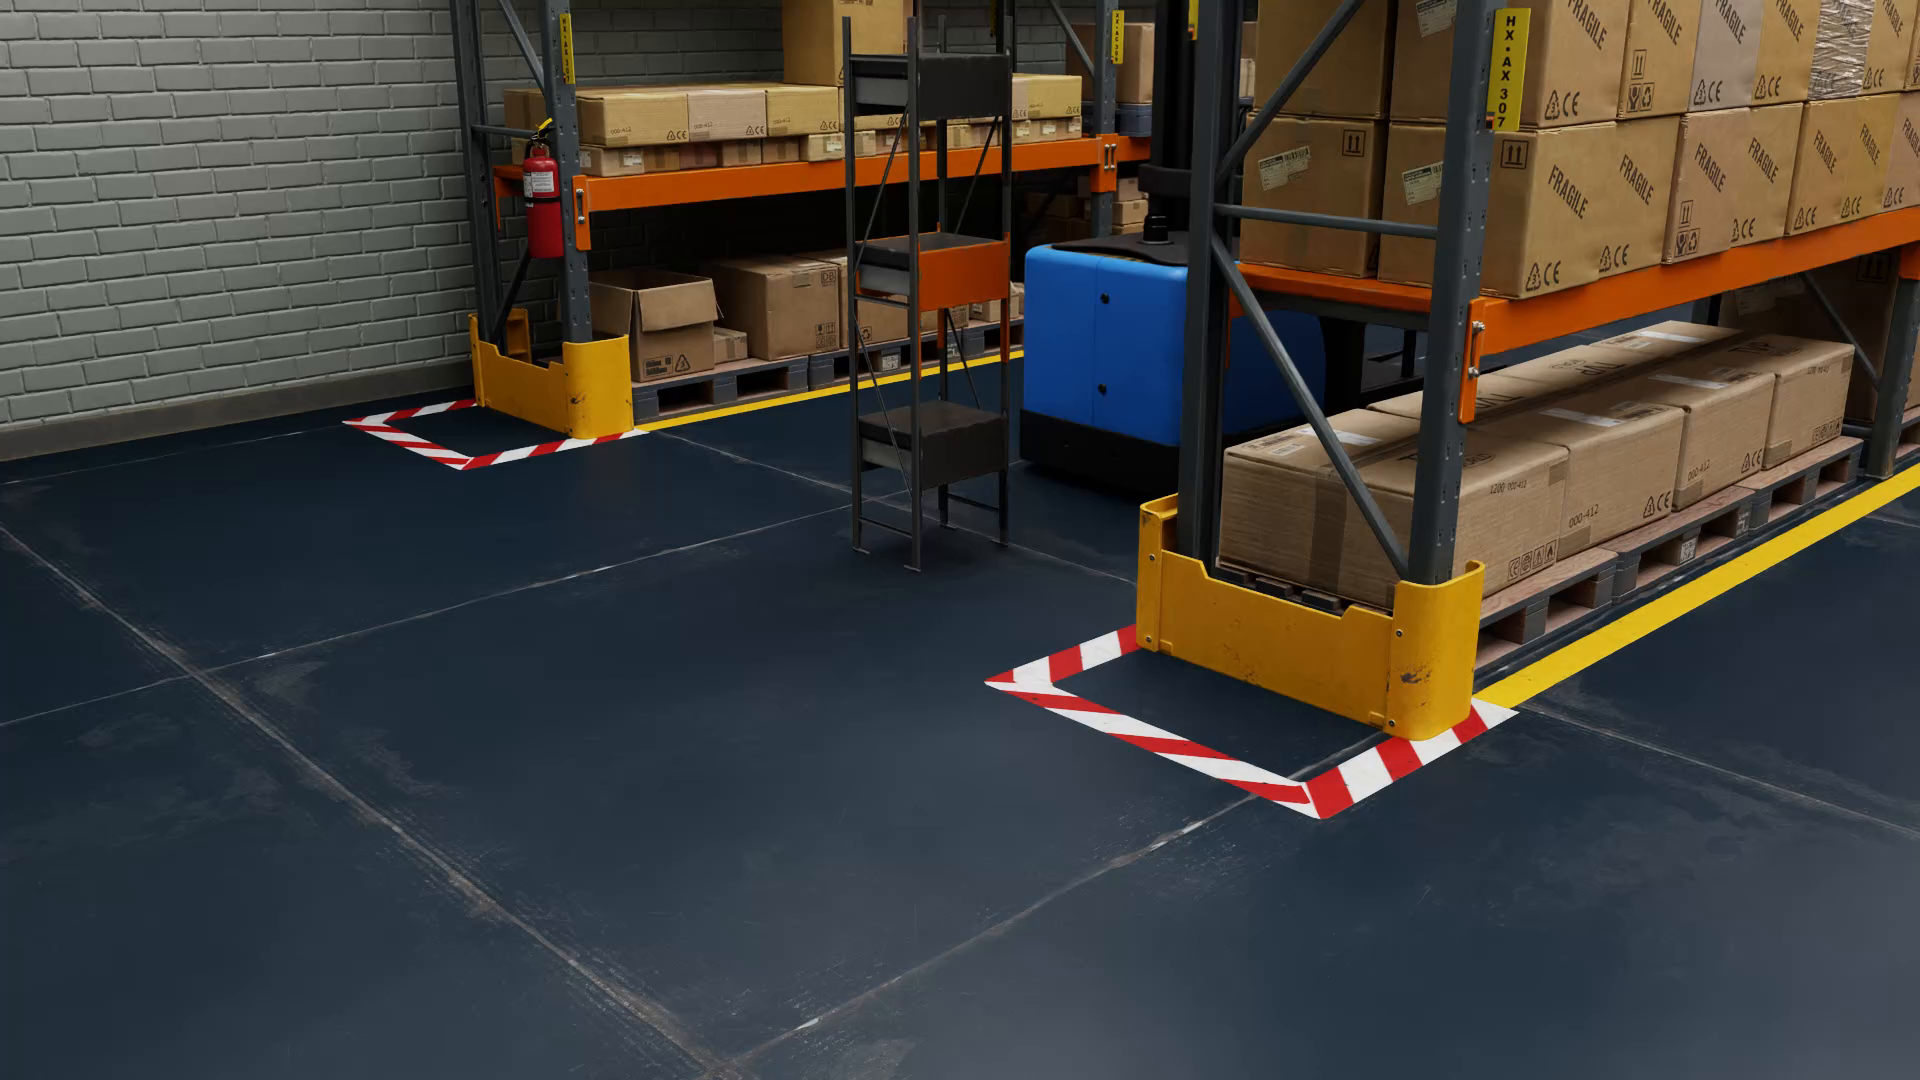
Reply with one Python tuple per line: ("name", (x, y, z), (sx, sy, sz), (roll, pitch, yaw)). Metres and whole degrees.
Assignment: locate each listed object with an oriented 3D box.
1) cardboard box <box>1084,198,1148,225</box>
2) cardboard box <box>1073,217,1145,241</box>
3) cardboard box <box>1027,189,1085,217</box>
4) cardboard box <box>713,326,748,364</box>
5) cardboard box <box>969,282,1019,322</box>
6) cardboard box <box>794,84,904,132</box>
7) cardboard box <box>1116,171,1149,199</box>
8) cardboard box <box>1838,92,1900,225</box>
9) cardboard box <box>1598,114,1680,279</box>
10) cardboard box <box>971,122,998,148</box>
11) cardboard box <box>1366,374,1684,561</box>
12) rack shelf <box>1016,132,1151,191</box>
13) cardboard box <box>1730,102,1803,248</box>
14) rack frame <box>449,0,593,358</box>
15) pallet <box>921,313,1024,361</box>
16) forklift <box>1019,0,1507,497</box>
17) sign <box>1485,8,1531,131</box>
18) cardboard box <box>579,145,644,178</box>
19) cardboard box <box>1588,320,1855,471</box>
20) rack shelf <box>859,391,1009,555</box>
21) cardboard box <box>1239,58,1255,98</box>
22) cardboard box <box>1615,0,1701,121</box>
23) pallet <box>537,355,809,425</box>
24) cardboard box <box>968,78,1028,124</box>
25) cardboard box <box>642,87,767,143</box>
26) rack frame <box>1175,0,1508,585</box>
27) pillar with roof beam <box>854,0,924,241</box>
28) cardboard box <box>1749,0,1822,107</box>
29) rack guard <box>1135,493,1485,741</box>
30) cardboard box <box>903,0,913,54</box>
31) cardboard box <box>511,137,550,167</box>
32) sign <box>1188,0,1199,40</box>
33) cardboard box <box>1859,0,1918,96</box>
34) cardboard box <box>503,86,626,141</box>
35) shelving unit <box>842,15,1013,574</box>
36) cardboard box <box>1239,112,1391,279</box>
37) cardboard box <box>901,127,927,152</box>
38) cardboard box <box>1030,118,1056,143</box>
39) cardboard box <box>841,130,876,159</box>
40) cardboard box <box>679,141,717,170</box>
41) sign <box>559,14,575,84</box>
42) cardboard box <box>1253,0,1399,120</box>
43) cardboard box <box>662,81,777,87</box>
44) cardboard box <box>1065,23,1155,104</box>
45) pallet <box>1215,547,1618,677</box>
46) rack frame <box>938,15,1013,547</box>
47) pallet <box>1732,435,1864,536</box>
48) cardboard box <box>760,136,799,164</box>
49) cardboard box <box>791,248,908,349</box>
("cardboard box", (1.073, -2.270, 11.444), (0.250, 0.149, 0.380), (-15, 23, -38))
("cardboard box", (1.136, -1.997, 11.654), (0.500, 0.500, 0.500), (-15, 23, -38))
("cardboard box", (0.699, -2.397, 11.833), (0.380, 0.149, 0.250), (17, 24, 42))
("cardboard box", (-1.432, -1.120, 9.518), (0.380, 0.149, 0.250), (17, 24, 42))
("cardboard box", (0.167, -1.574, 10.729), (0.258, 0.266, 0.396), (-15, 23, -39))
("cardboard box", (-0.673, -2.521, 9.658), (0.500, 0.250, 0.500), (-17, 25, -42))
("cardboard box", (1.229, -2.478, 11.601), (0.380, 0.149, 0.250), (16, 24, 41))
("cardboard box", (3.511, -1.605, 6.909), (0.500, 0.500, 0.500), (-17, 25, -42))
("cardboard box", (2.031, -1.174, 5.580), (0.500, 0.500, 0.500), (-17, 24, -42))
("cardboard box", (0.016, -2.521, 10.304), (0.250, 0.149, 0.380), (-15, 24, -39))
("cardboard box", (2.206, -0.315, 6.565), (0.875, 0.438, 0.875), (-15, 24, -39))
("rack shelf", (2.083, -3.016, 12.591), (4.000, 0.370, 1.077), (-16, 24, -41))
("cardboard box", (2.765, -1.387, 6.238), (0.500, 0.500, 0.500), (-15, 23, -39))
("rack frame", (-2.277, -2.087, 8.558), (0.127, 3.000, 1.000), (-16, 24, -41))
("pallet", (0.130, -1.463, 11.154), (1.213, 0.211, 1.003), (-16, 24, -41))
("forklift", (1.713, -1.926, 8.174), (3.031, 2.935, 1.130), (-16, 24, -40))
("sign", (1.513, -1.299, 4.597), (0.005, 0.325, 0.100), (-16, 24, -41))
("cardboard box", (-1.849, -1.976, 8.622), (0.250, 0.149, 0.380), (-16, 24, -41))
("cardboard box", (3.513, -0.695, 7.738), (0.875, 0.438, 0.875), (-17, 24, -42))
("rack shelf", (-0.120, -0.285, 6.773), (0.480, 0.518, 0.431), (-16, 24, -41))
("cardboard box", (1.903, -3.279, 11.771), (0.258, 0.266, 0.396), (-15, 23, -38))
("cardboard box", (2.051, -1.648, 5.420), (0.500, 0.500, 0.500), (-17, 25, -42))
("pallet", (-1.643, -0.946, 9.560), (1.213, 0.211, 1.003), (-16, 24, -41))
("cardboard box", (0.073, -2.733, 10.311), (0.500, 0.250, 0.500), (-16, 24, -41))
("cardboard box", (-1.396, -2.300, 8.975), (0.500, 0.250, 0.500), (-16, 24, -40))
("rack frame", (1.136, -0.975, 5.130), (0.127, 3.000, 1.000), (-16, 24, -41))
("pillar with roof beam", (2.462, -4.878, 7.440), (0.400, 9.000, 9.100), (-16, 24, -41))
("cardboard box", (2.782, -1.864, 6.088), (0.500, 0.500, 0.500), (-16, 24, -41))
("rack guard", (1.119, 0.219, 5.500), (0.348, 0.500, 1.175), (-16, 24, -41))
("cardboard box", (-0.635, -3.106, 10.245), (0.500, 0.500, 0.500), (-17, 25, -42))
("cardboard box", (-2.220, -2.098, 8.999), (0.250, 0.149, 0.380), (-17, 24, -41))
("sign", (0.774, -1.763, 5.299), (0.005, 0.325, 0.100), (-16, 24, -41))
("cardboard box", (3.515, -2.079, 6.749), (0.500, 0.500, 0.500), (-17, 24, -42))
("cardboard box", (-2.125, -2.314, 9.020), (0.500, 0.250, 0.500), (-15, 23, -39))
("shelving unit", (-0.120, -0.964, 6.553), (0.503, 2.100, 0.431), (-16, 24, -41))
("cardboard box", (1.305, -1.185, 5.613), (0.500, 0.500, 0.500), (-16, 24, -41))
("cardboard box", (-0.415, -2.431, 10.026), (0.250, 0.149, 0.380), (-16, 24, -40))
("cardboard box", (0.397, -2.631, 10.643), (0.250, 0.149, 0.380), (-15, 24, -39))
("cardboard box", (-0.702, -2.298, 9.616), (0.250, 0.149, 0.380), (-16, 24, -40))
("cardboard box", (-1.529, -2.103, 9.016), (0.250, 0.149, 0.380), (-17, 24, -42))
("sign", (-1.904, -2.377, 8.050), (0.005, 0.325, 0.100), (-16, 24, -41))
("cardboard box", (1.323, -1.654, 5.440), (0.500, 0.500, 0.500), (-15, 23, -39))
("cardboard box", (-1.386, -2.527, 9.676), (0.500, 0.250, 0.500), (-15, 23, -39))
("cardboard box", (1.135, -3.234, 11.254), (0.500, 0.500, 0.700), (-15, 24, -39))
("pallet", (1.663, 0.164, 6.137), (1.213, 0.211, 1.003), (-16, 24, -41))
("rack frame", (0.057, -1.015, 6.712), (0.015, 2.100, 0.400), (-16, 24, -41))
("pallet", (3.436, -0.353, 7.731), (1.213, 0.211, 1.003), (-16, 24, -41))
("cardboard box", (-1.114, -2.201, 9.316), (0.250, 0.149, 0.380), (-16, 24, -40))
("cardboard box", (-0.667, -1.468, 10.021), (0.500, 0.500, 0.500), (-16, 24, -40))
